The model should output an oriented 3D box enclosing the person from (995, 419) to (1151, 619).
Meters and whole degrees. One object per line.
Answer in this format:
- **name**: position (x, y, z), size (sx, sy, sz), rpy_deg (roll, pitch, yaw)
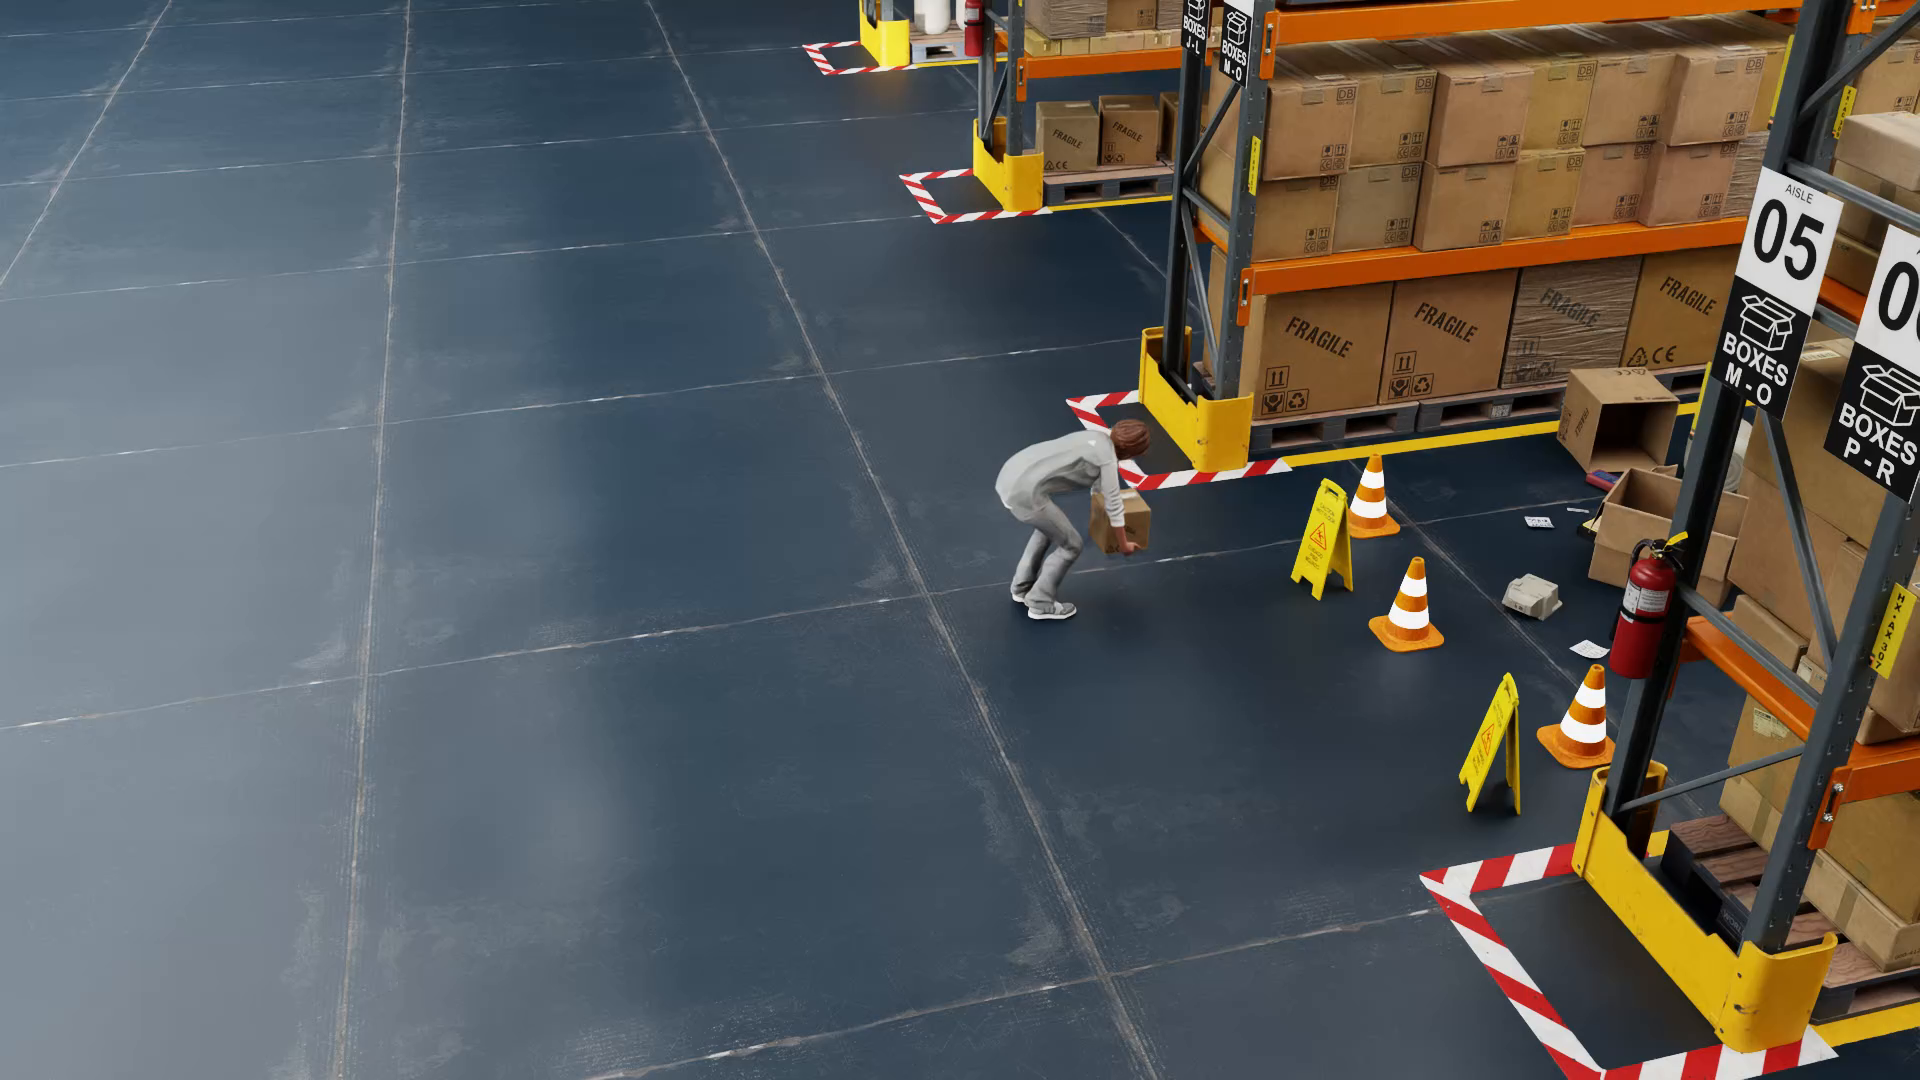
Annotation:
- **person**: position (0.606, -0.114, 8.945), size (0.850, 1.074, 0.404), rpy_deg (-9, 32, -15)
